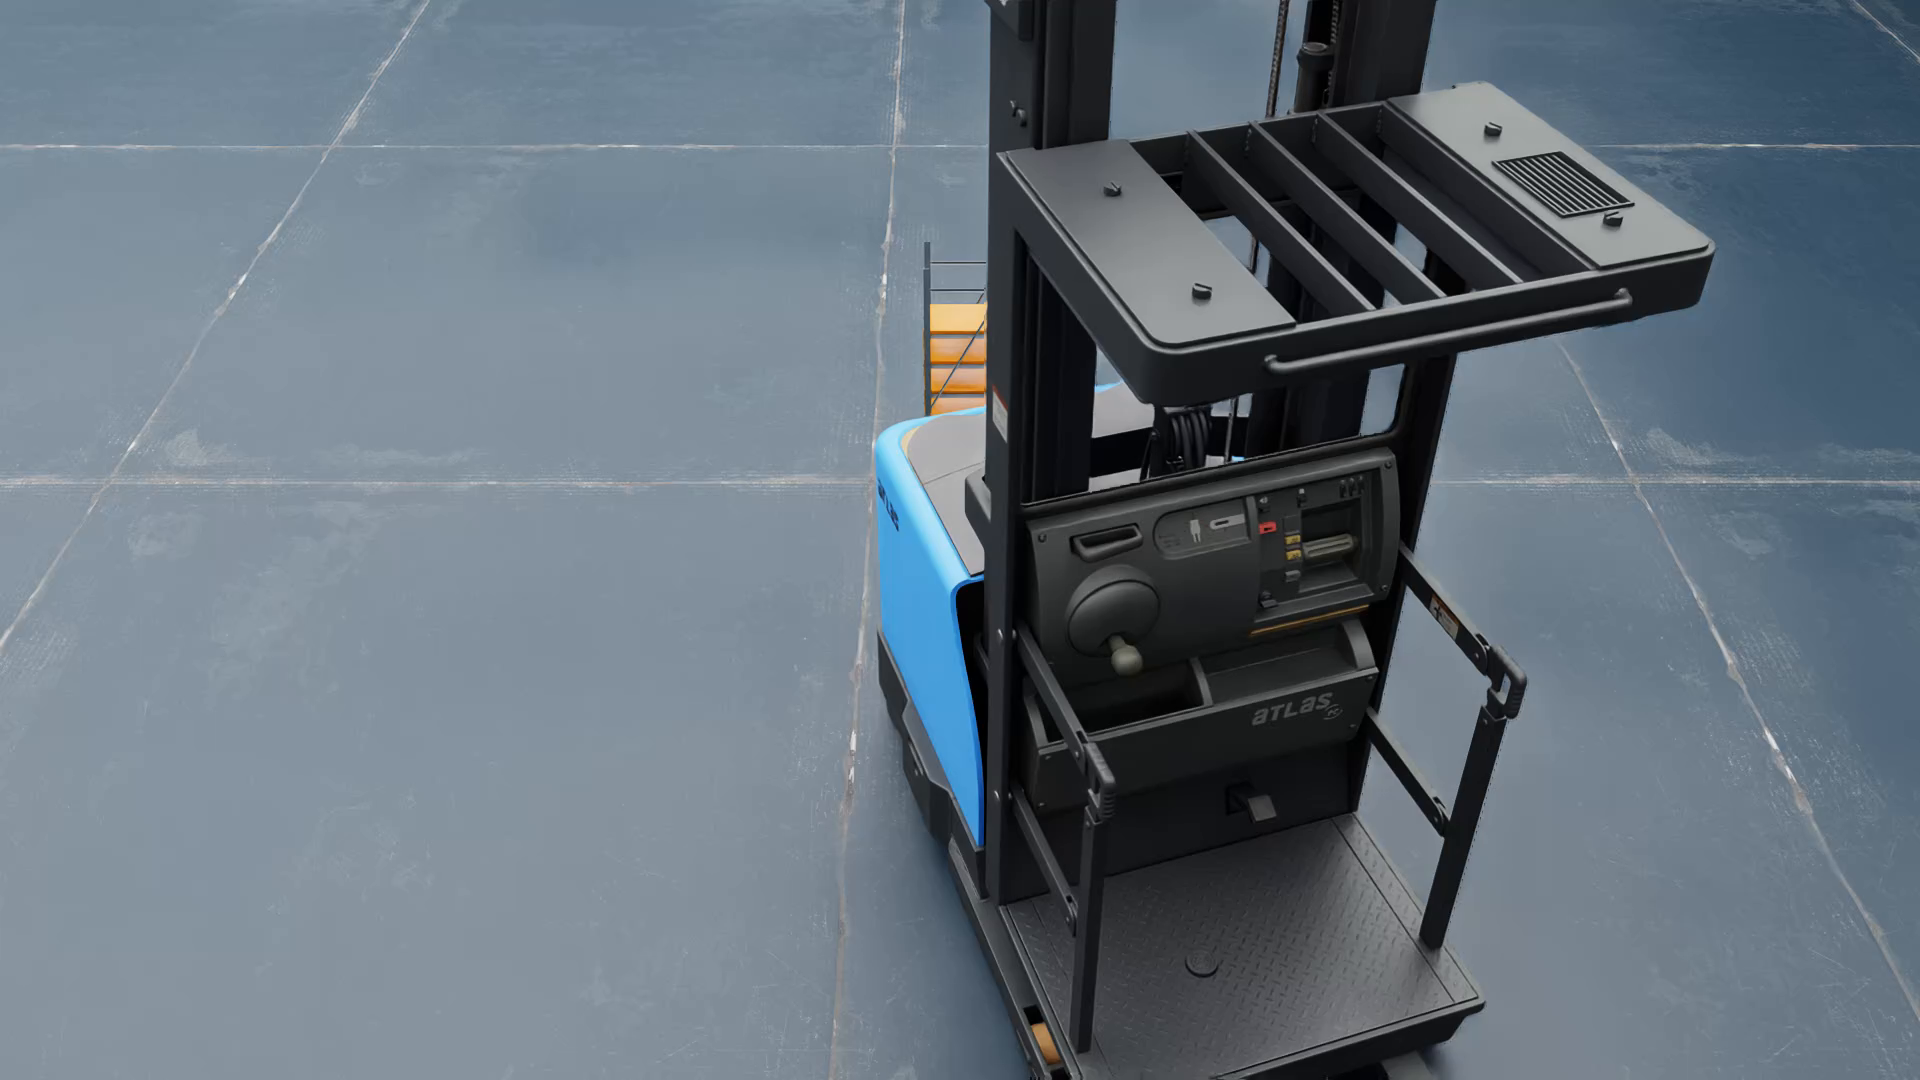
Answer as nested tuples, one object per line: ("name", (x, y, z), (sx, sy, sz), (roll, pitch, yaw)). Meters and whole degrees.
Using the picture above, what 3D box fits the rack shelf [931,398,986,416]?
("rack shelf", (0.000, -0.443, 5.914), (0.258, 0.103, 0.180), (0, 39, 0))

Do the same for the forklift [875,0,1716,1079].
("forklift", (0.680, 0.130, 3.744), (1.130, 2.935, 3.031), (-12, 40, -14))

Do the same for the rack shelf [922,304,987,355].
("rack shelf", (0.000, -0.724, 5.689), (0.258, 0.103, 0.180), (0, 39, 0))

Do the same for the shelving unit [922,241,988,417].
("shelving unit", (0.000, -0.477, 5.886), (0.258, 1.200, 0.189), (0, 39, 0))

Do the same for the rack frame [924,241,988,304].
("rack frame", (0.000, -0.534, 5.957), (0.240, 1.200, 0.006), (0, 39, 0))

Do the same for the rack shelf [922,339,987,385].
("rack shelf", (0.000, -0.630, 5.764), (0.258, 0.103, 0.180), (0, 39, 0))

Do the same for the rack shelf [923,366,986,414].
("rack shelf", (0.000, -0.536, 5.839), (0.258, 0.103, 0.180), (0, 39, 0))

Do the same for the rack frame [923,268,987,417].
("rack frame", (0.000, -0.420, 5.815), (0.240, 1.200, 0.006), (0, 39, 0))
